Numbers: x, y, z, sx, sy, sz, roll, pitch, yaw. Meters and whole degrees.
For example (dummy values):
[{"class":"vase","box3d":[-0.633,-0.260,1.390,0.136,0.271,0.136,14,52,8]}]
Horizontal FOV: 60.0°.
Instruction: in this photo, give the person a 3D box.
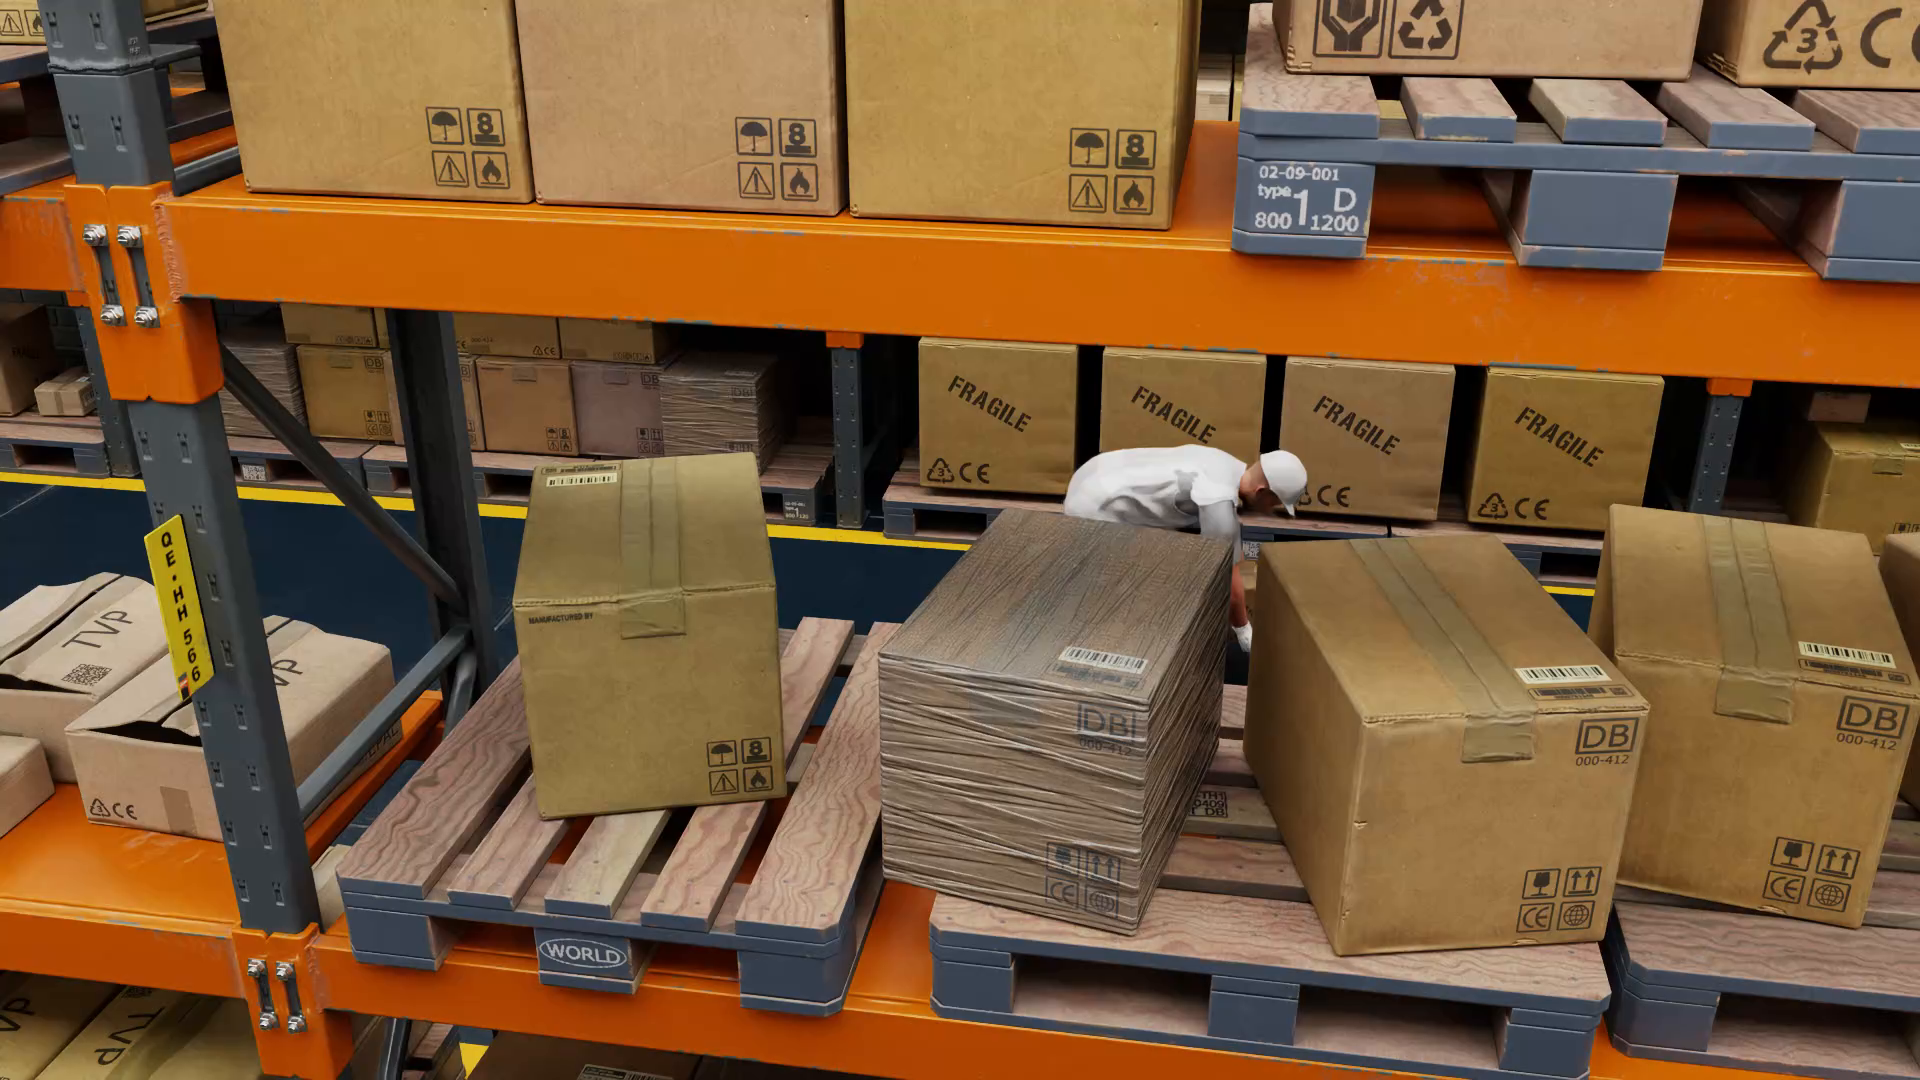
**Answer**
[{"class":"person","box3d":[0.899,0.096,6.797,0.958,1.011,0.529,3,25,6]}]
